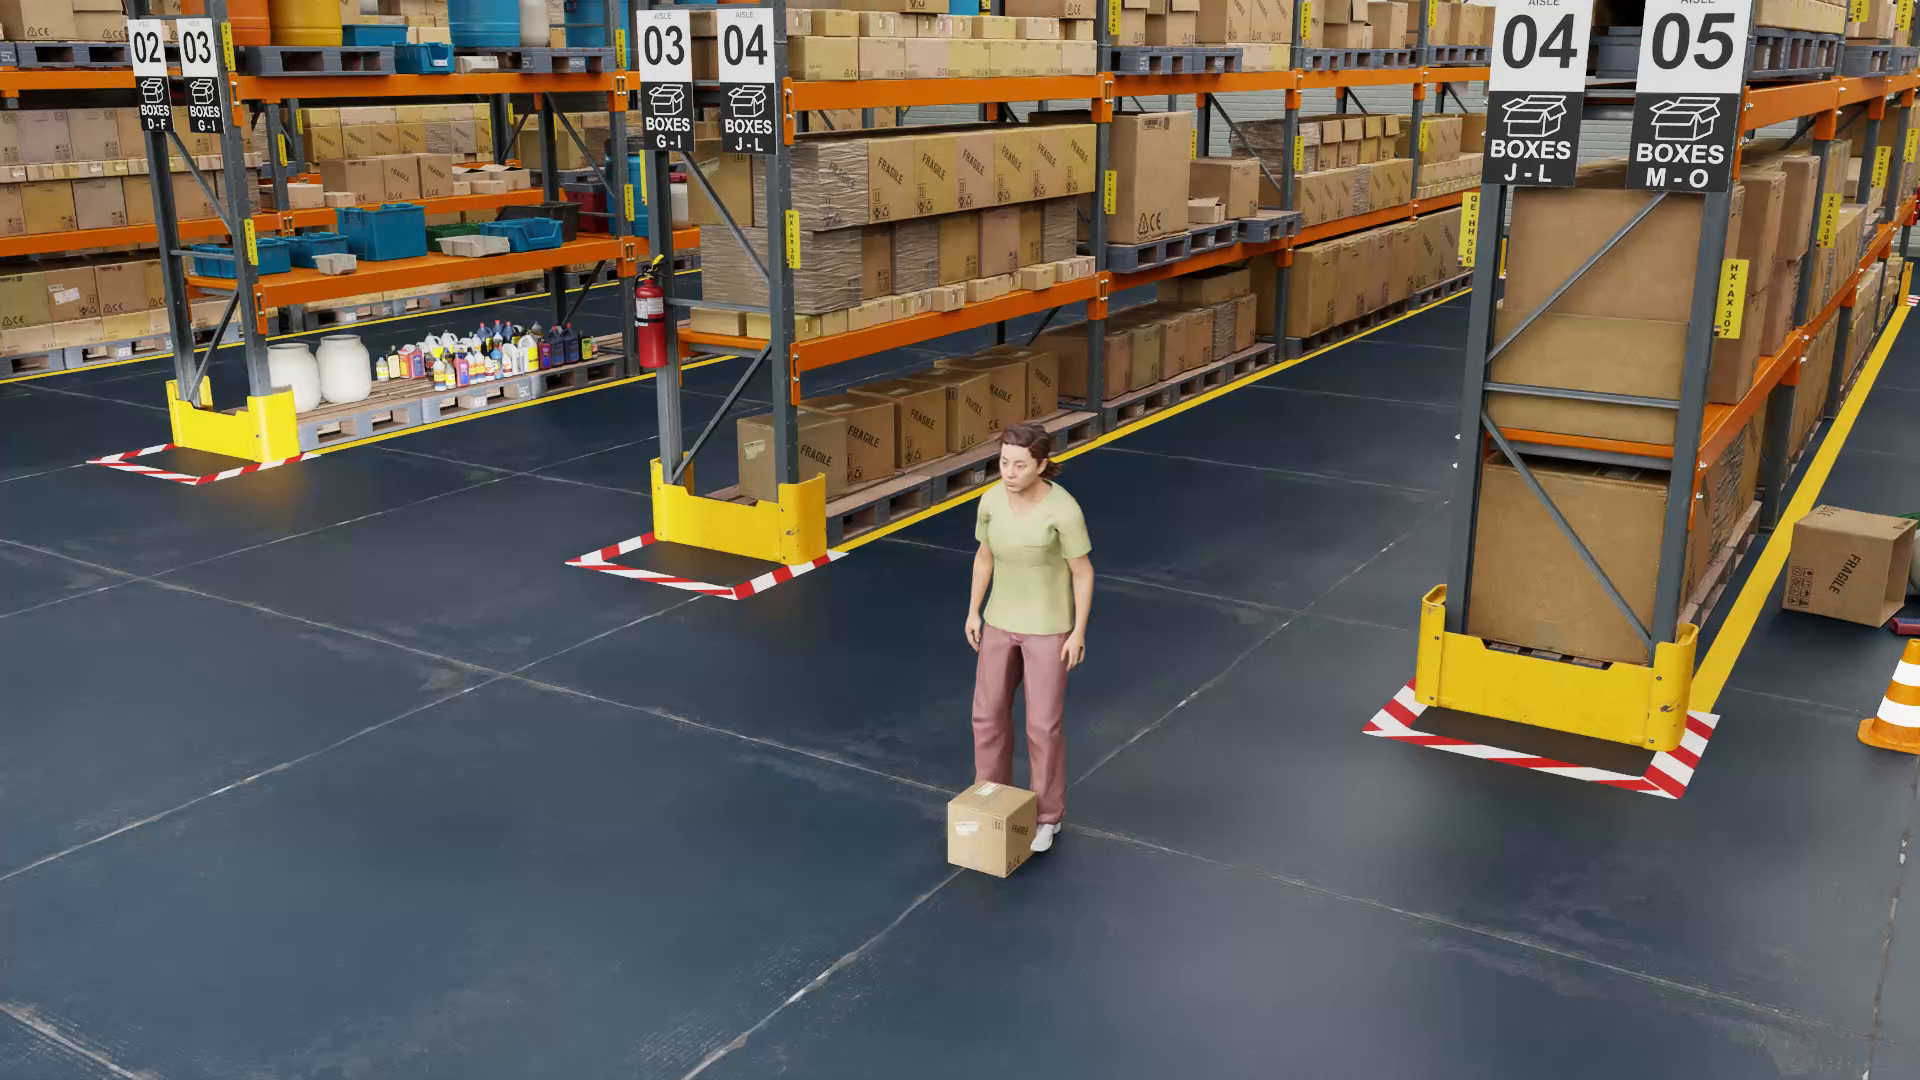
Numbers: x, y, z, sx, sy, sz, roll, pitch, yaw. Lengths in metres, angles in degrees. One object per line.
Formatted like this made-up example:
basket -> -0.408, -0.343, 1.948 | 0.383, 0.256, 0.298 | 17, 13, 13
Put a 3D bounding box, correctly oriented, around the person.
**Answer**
person -> 0.249, 0.352, 6.331 | 0.505, 1.672, 0.351 | 9, 19, 29
